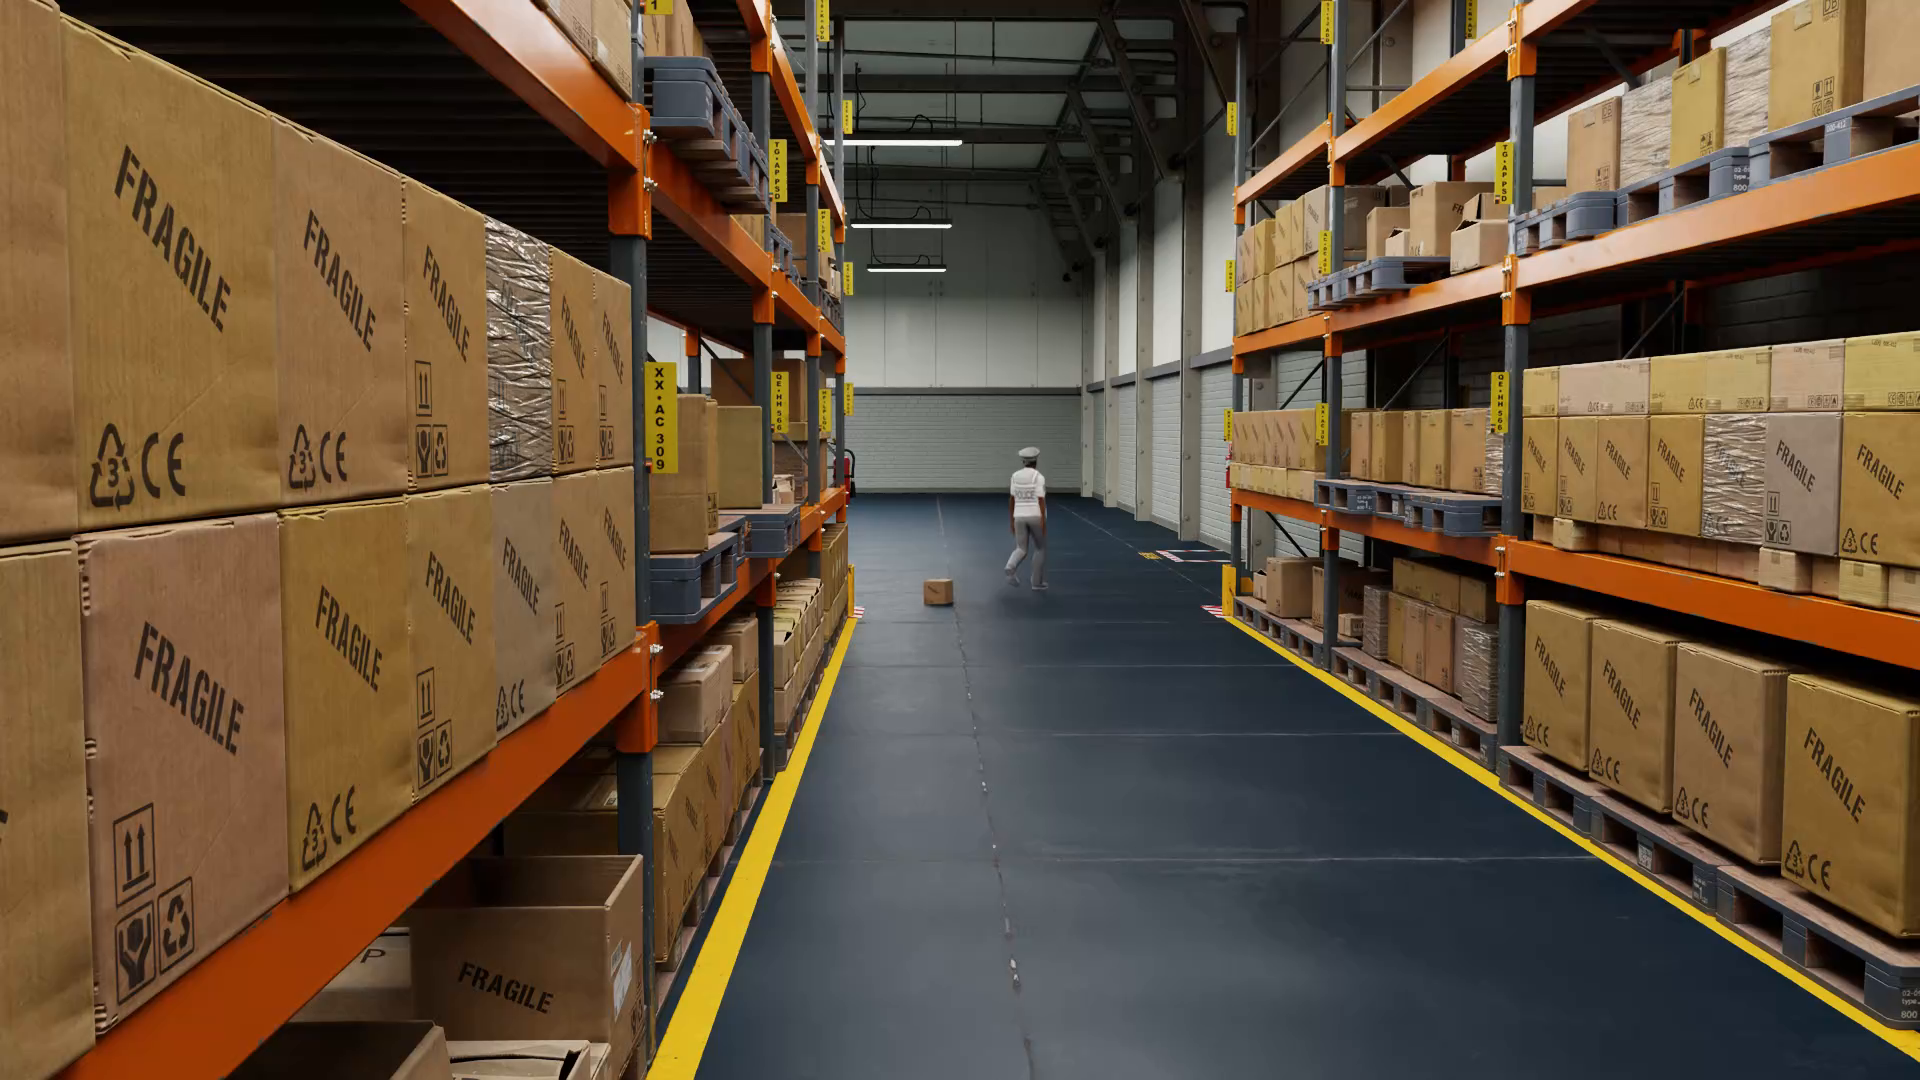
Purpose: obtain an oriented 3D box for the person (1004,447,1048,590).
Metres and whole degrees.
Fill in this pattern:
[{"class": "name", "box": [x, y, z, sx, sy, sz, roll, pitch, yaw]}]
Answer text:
[{"class": "person", "box": [0.762, -0.240, 19.177, 0.464, 1.654, 0.744, 2, 4, 28]}]
